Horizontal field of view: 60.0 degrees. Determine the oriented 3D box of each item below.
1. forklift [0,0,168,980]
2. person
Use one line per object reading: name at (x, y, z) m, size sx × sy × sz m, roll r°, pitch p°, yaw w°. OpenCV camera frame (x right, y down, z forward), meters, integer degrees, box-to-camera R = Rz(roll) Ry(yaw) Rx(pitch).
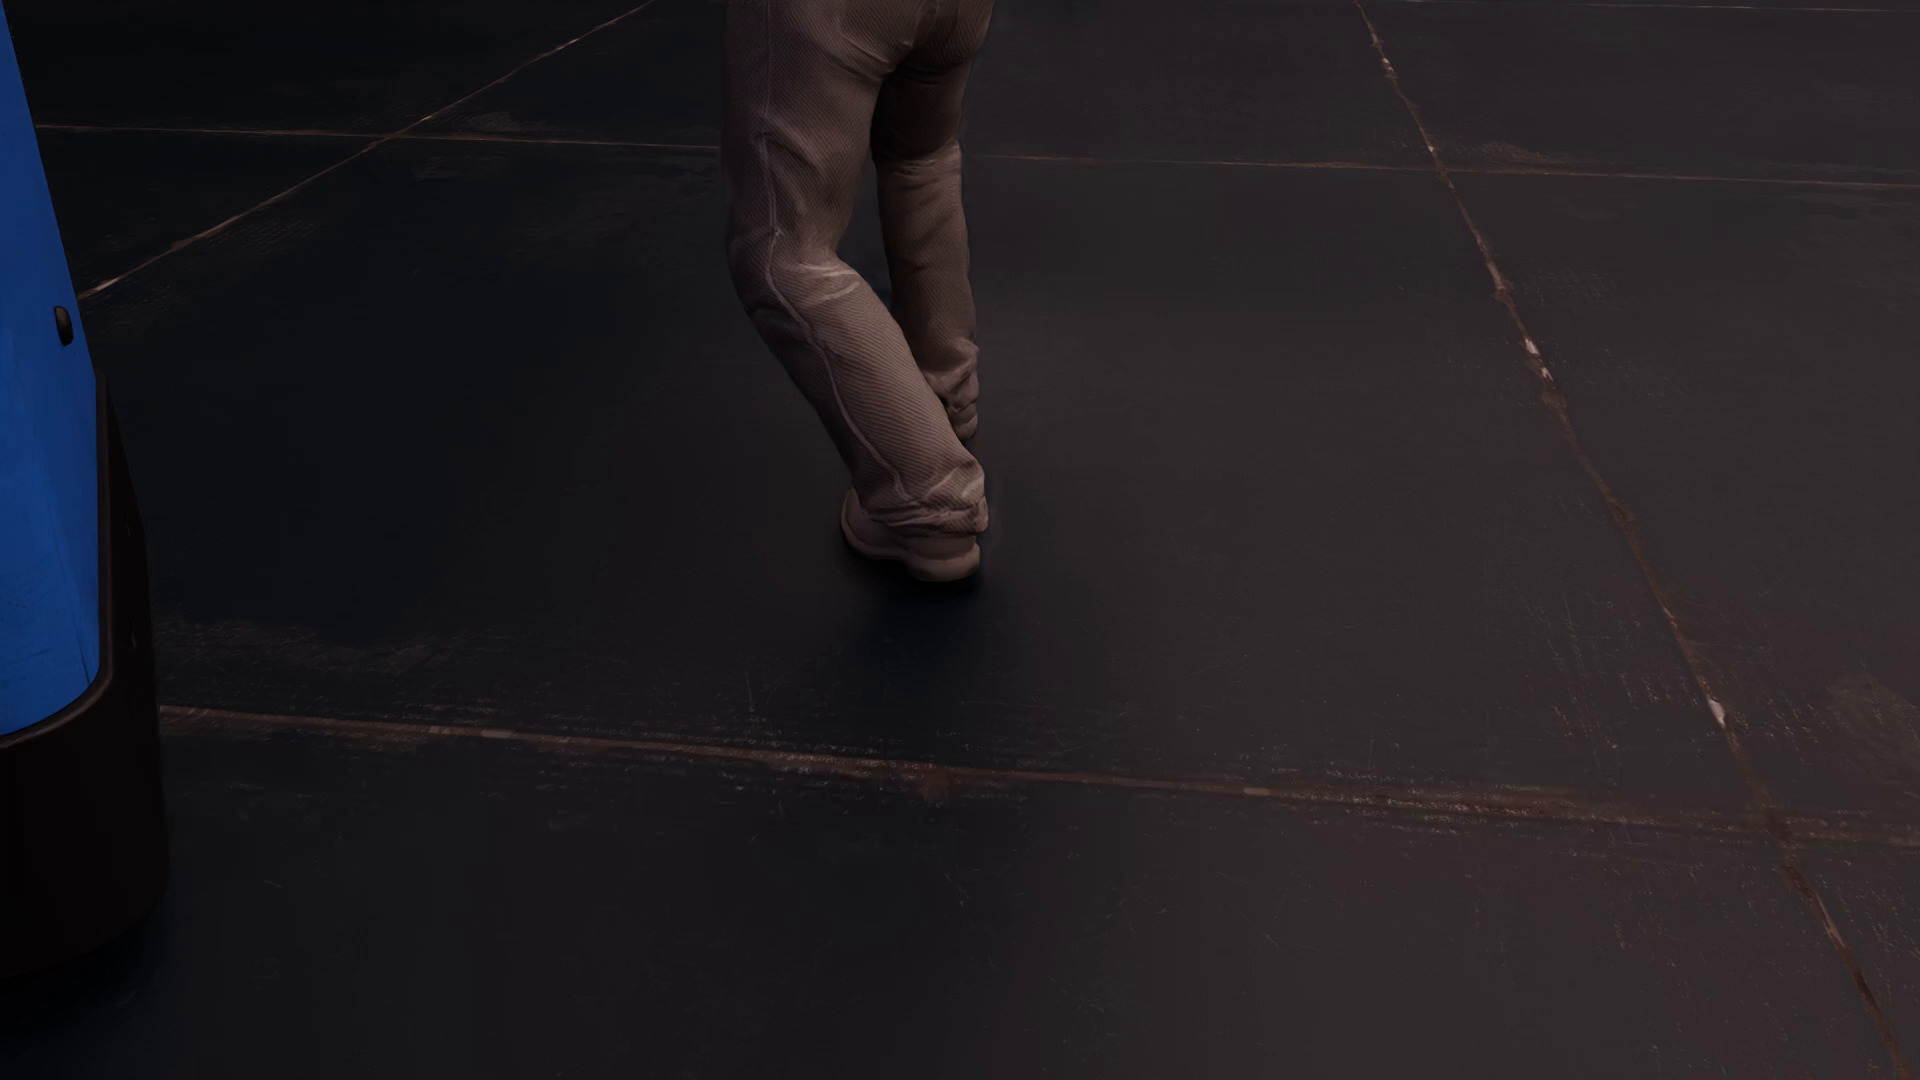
forklift at (-2.344, -0.795, 0.809) m, size 3.031 × 2.935 × 1.130 m, roll -12°, pitch 29°, yaw -22°
person at (-0.100, -0.875, 2.406) m, size 0.836 × 1.652 × 0.746 m, roll 21°, pitch 34°, yaw 36°
